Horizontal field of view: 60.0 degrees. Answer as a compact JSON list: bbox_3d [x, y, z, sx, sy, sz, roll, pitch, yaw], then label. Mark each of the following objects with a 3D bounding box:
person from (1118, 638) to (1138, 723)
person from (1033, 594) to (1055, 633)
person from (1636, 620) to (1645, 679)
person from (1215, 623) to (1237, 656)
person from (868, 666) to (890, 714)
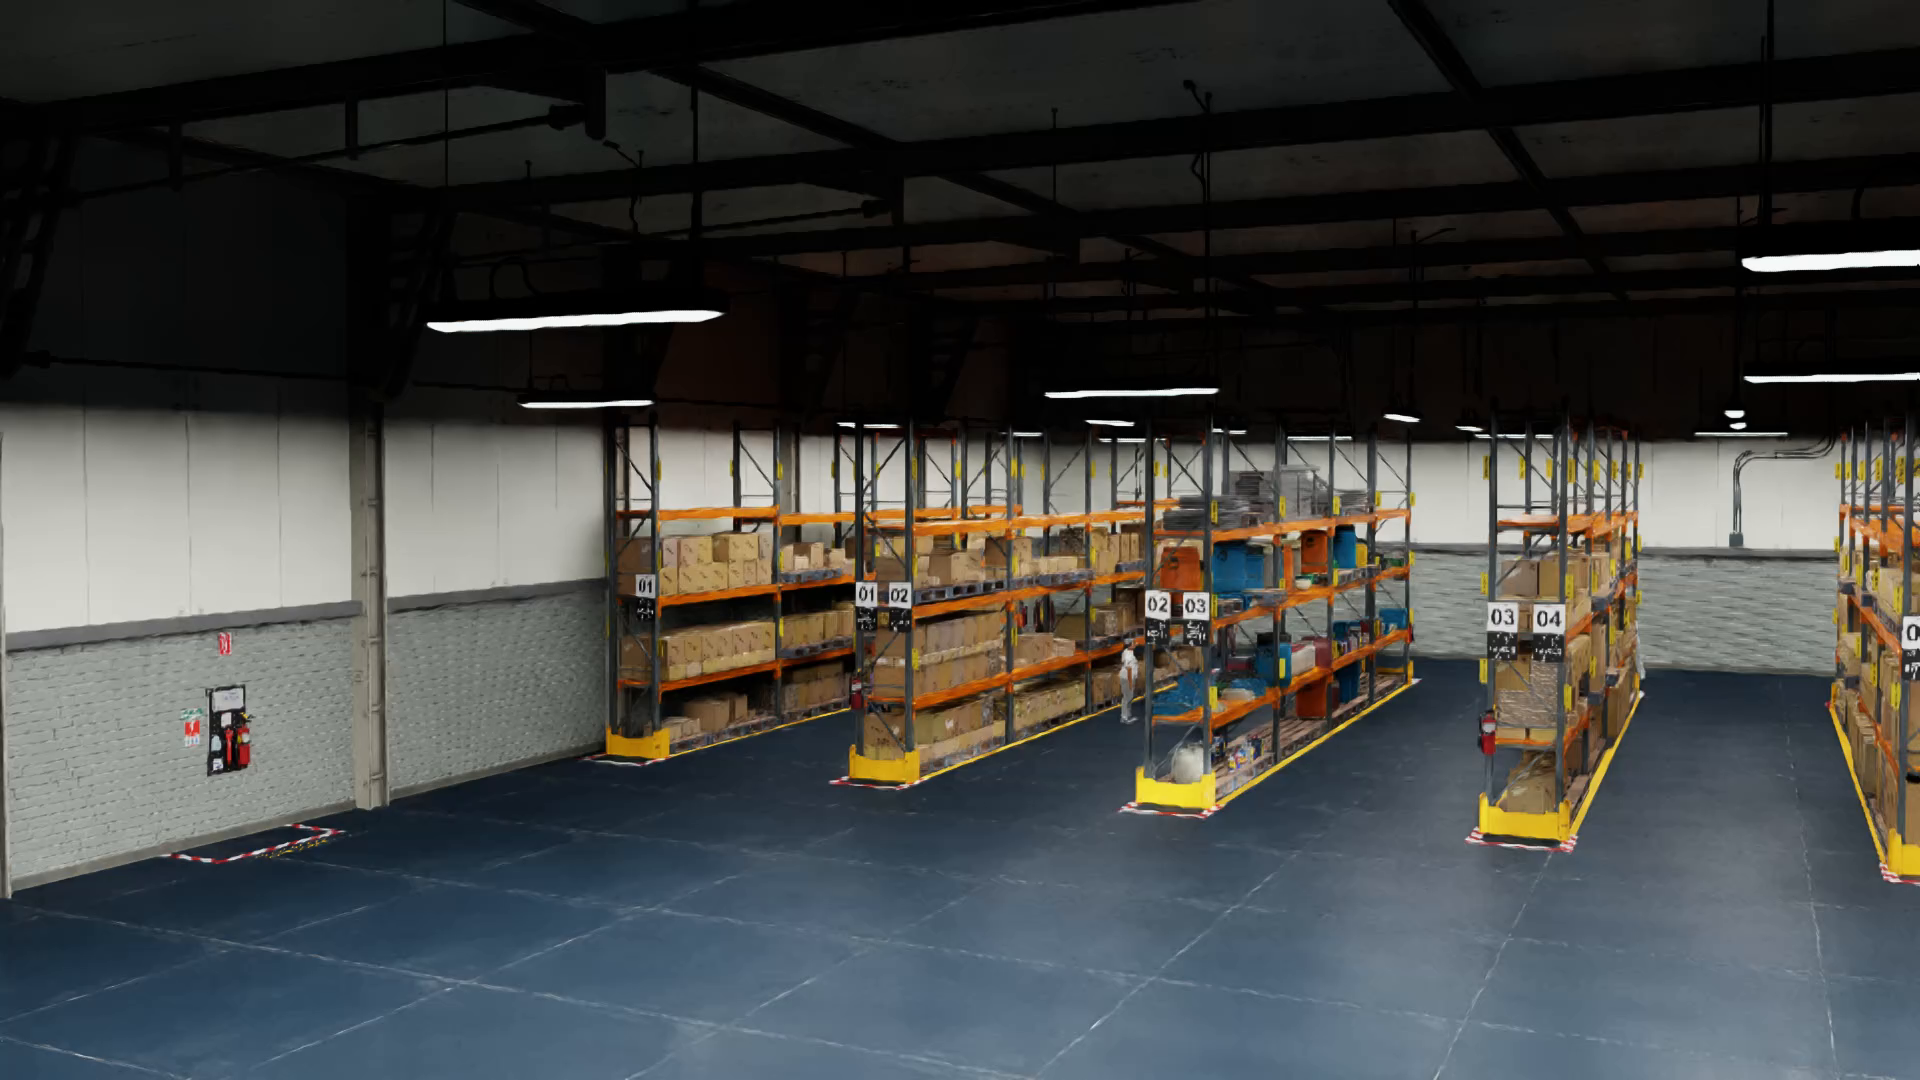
[{"bbox_3d":[3.342,2.771,32.913,0.406,1.668,0.546,0,2,2],"label":"person"},{"bbox_3d":[2.268,2.282,45.001,0.626,1.658,1.010,0,2,0],"label":"person"},{"bbox_3d":[16.083,2.465,39.801,0.635,1.727,0.587,0,2,-9],"label":"person"},{"bbox_3d":[7.081,2.302,44.284,0.687,1.657,0.817,0,2,6],"label":"person"},{"bbox_3d":[-1.464,2.947,30.462,0.415,1.517,1.041,1,3,23],"label":"person"}]
